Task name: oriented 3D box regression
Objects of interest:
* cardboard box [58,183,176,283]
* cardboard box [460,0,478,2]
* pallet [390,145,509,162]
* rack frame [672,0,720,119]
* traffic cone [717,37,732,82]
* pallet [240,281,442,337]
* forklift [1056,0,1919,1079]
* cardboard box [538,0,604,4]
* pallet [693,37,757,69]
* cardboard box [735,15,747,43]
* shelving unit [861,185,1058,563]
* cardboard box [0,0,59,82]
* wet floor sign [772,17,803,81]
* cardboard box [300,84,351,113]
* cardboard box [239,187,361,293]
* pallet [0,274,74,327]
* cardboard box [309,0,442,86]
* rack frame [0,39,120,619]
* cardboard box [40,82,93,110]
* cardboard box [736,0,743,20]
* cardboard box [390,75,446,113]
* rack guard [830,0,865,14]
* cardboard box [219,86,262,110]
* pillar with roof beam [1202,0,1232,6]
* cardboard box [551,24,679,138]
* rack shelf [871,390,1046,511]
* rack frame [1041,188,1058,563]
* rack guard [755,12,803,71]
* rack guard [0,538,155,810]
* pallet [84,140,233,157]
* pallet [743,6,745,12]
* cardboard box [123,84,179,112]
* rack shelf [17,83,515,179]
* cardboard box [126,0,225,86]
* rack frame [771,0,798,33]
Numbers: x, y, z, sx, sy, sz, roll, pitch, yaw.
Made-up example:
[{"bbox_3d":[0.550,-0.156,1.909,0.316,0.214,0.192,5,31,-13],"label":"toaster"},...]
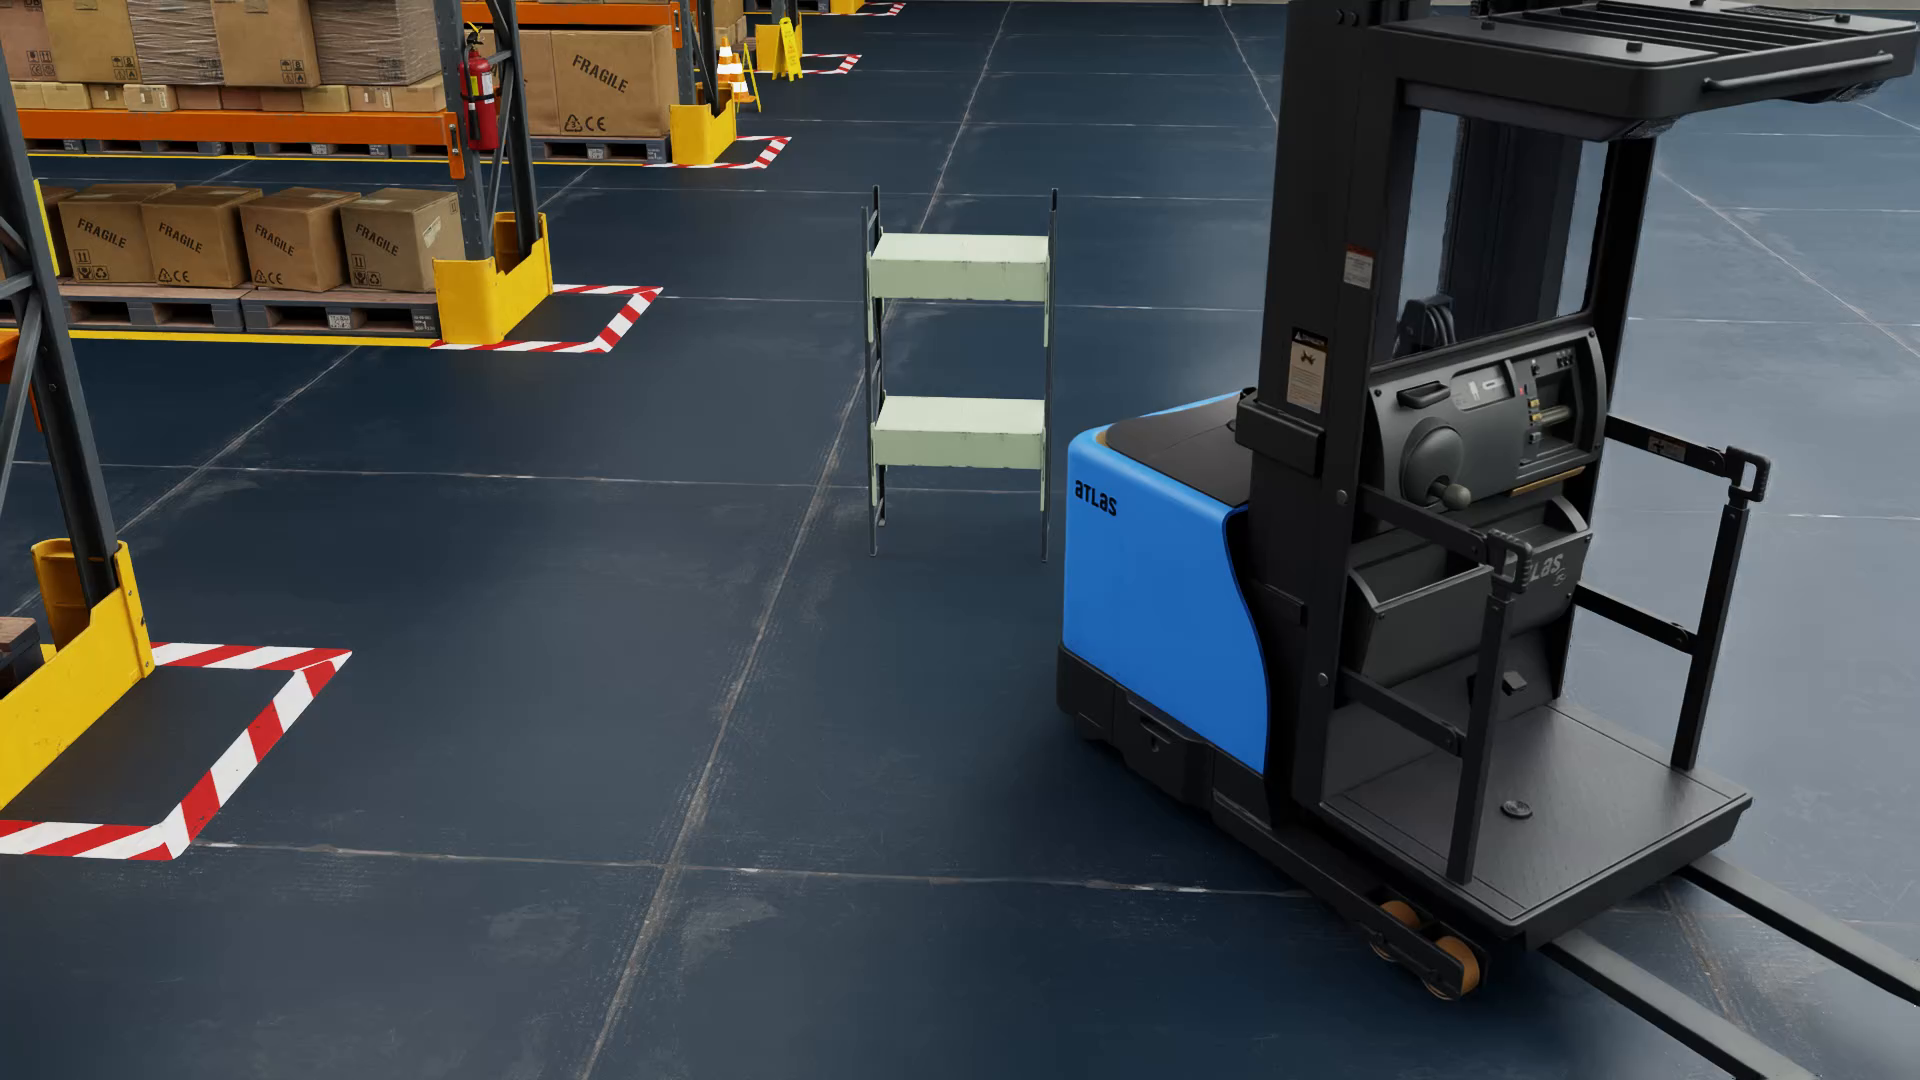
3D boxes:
[{"bbox_3d":[-5.155,-1.900,10.278,0.500,0.500,0.500,0,25,-1],"label":"cardboard box"},{"bbox_3d":[-4.283,-4.952,14.243,0.500,0.550,0.875,2,25,4],"label":"cardboard box"},{"bbox_3d":[-4.295,-3.578,14.774,1.213,0.211,1.003,2,25,4],"label":"pallet"},{"bbox_3d":[-2.279,-4.812,14.119,0.127,3.000,1.000,2,25,4],"label":"rack frame"},{"bbox_3d":[-2.528,-5.202,18.002,0.334,0.463,0.336,2,25,4],"label":"traffic cone"},{"bbox_3d":[-3.643,-1.524,10.311,1.213,0.211,1.003,2,25,4],"label":"pallet"},{"bbox_3d":[1.584,-0.309,4.416,1.130,2.935,3.031,-16,29,-31],"label":"forklift"},{"bbox_3d":[-3.203,-4.882,14.091,0.550,0.550,0.875,2,25,4],"label":"cardboard box"},{"bbox_3d":[-2.884,-5.655,19.287,1.213,0.211,1.003,2,25,4],"label":"pallet"},{"bbox_3d":[-2.784,-5.961,19.404,0.500,0.250,0.500,2,25,4],"label":"cardboard box"},{"bbox_3d":[0.007,-0.681,6.936,0.755,1.500,0.431,2,25,4],"label":"shelving unit"},{"bbox_3d":[-5.302,-3.012,9.731,0.500,0.500,0.875,2,25,4],"label":"cardboard box"},{"bbox_3d":[-1.893,-5.357,18.120,0.232,0.644,0.267,11,27,22],"label":"wet floor sign"},{"bbox_3d":[-3.562,-2.552,9.508,0.250,0.149,0.380,2,25,4],"label":"cardboard box"},{"bbox_3d":[-3.980,-1.835,10.138,0.500,0.500,0.500,8,26,18],"label":"cardboard box"},{"bbox_3d":[-6.076,-1.603,10.480,1.213,0.211,1.003,2,25,4],"label":"pallet"},{"bbox_3d":[-3.306,-2.958,9.614,0.500,0.500,0.875,2,25,4],"label":"cardboard box"},{"bbox_3d":[-3.139,-0.684,5.148,0.127,3.000,1.000,2,25,4],"label":"rack frame"},{"bbox_3d":[-5.060,-2.587,9.585,0.250,0.149,0.380,2,25,4],"label":"cardboard box"},{"bbox_3d":[-2.808,-6.302,19.248,0.500,0.500,0.500,1,25,2],"label":"cardboard box"},{"bbox_3d":[-3.060,-2.557,9.519,0.250,0.149,0.380,2,25,4],"label":"cardboard box"},{"bbox_3d":[-1.601,-7.811,23.627,0.348,0.500,1.175,2,25,4],"label":"rack guard"},{"bbox_3d":[-4.056,-2.592,9.594,0.250,0.149,0.380,2,25,4],"label":"cardboard box"},{"bbox_3d":[3.403,-10.084,18.400,0.400,9.000,9.100,2,25,4],"label":"pillar with roof beam"},{"bbox_3d":[-2.960,-4.032,14.463,0.875,0.875,0.875,2,25,4],"label":"cardboard box"},{"bbox_3d":[0.007,-0.385,7.072,0.720,0.370,0.431,2,25,4],"label":"rack shelf"},{"bbox_3d":[0.372,-0.669,6.911,0.023,1.500,0.400,2,25,4],"label":"rack frame"},{"bbox_3d":[-2.077,-5.745,19.138,0.348,0.500,1.175,2,25,4],"label":"rack guard"},{"bbox_3d":[-3.218,0.469,5.633,0.348,0.500,1.175,2,25,4],"label":"rack guard"},{"bbox_3d":[-7.042,-3.667,14.966,1.213,0.211,1.003,2,25,4],"label":"pallet"},{"bbox_3d":[-3.603,-7.728,23.792,1.213,0.211,1.003,2,25,4],"label":"pallet"},{"bbox_3d":[-4.563,-2.561,9.528,0.250,0.149,0.380,2,25,4],"label":"cardboard box"},{"bbox_3d":[-4.754,-2.485,9.923,4.000,0.370,1.077,2,25,4],"label":"rack shelf"},{"bbox_3d":[-4.309,-2.958,9.614,0.500,0.500,0.875,2,25,4],"label":"cardboard box"},{"bbox_3d":[-2.001,-6.878,18.610,0.127,3.000,1.000,2,25,4],"label":"rack frame"}]
